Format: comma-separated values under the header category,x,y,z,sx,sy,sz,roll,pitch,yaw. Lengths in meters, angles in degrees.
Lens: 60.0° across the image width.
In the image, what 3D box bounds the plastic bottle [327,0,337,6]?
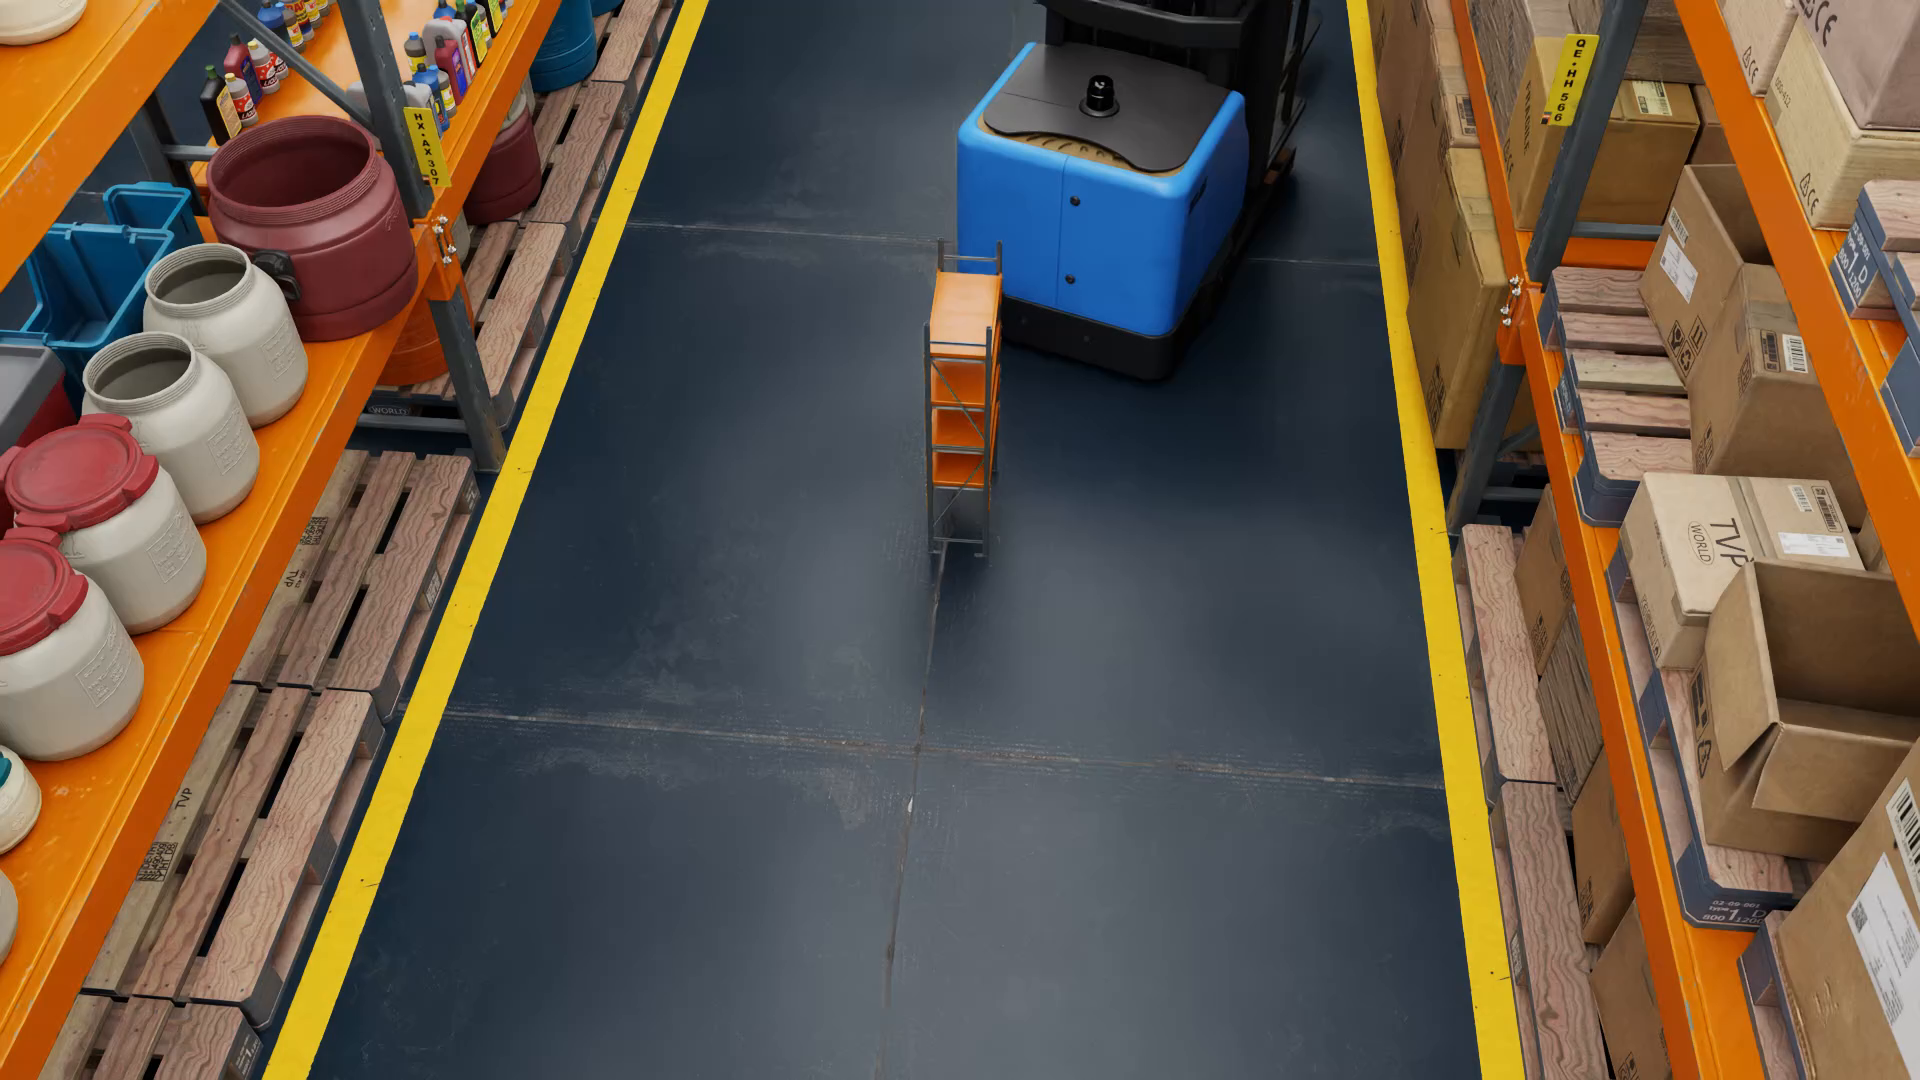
category,x,y,z,sx,sy,sz,roll,pitch,yaw
plastic bottle,-2.715,-2.382,7.056,0.097,0.201,0.097,0,48,0

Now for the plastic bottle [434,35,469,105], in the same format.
category,x,y,z,sx,sy,sz,roll,pitch,yaw
plastic bottle,-2.002,-1.864,6.527,0.061,0.283,0.133,4,48,4

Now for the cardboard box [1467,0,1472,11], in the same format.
category,x,y,z,sx,sy,sz,roll,pitch,yaw
cardboard box,2.435,-2.571,7.027,0.500,0.500,0.500,5,48,4

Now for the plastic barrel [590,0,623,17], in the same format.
category,x,y,z,sx,sy,sz,roll,pitch,yaw
plastic barrel,-2.141,-3.343,8.938,0.600,0.901,0.708,4,48,4

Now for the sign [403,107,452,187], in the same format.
category,x,y,z,sx,sy,sz,roll,pitch,yaw
sign,-1.890,-1.392,5.906,0.100,0.325,0.005,4,48,4

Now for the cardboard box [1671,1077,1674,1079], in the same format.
category,x,y,z,sx,sy,sz,roll,pitch,yaw
cardboard box,2.269,1.800,4.493,0.700,0.500,0.500,4,48,3

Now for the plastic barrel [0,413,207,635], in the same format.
category,x,y,z,sx,sy,sz,roll,pitch,yaw
plastic barrel,-2.391,-0.021,4.670,0.433,0.535,0.433,0,48,0

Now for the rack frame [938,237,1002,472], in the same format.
category,x,y,z,sx,sy,sz,roll,pitch,yaw
rack frame,0.037,-0.706,6.608,0.240,1.200,0.015,4,48,4

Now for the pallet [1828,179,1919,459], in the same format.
category,x,y,z,sx,sy,sz,roll,pitch,yaw
pallet,2.383,-0.254,3.070,1.213,0.211,1.003,4,48,4

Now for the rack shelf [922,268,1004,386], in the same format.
category,x,y,z,sx,sy,sz,roll,pitch,yaw
rack shelf,0.015,-0.792,6.154,0.258,0.148,0.480,4,48,4

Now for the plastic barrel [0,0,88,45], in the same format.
category,x,y,z,sx,sy,sz,roll,pitch,yaw
plastic barrel,-2.322,-1.385,4.070,0.301,0.262,0.301,0,48,0

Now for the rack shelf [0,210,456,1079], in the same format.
category,x,y,z,sx,sy,sz,roll,pitch,yaw
rack shelf,-2.621,0.343,4.917,1.077,0.370,4.000,4,48,4

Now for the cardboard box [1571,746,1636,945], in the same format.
category,x,y,z,sx,sy,sz,roll,pitch,yaw
cardboard box,2.370,0.978,5.244,0.700,0.500,0.500,7,48,7

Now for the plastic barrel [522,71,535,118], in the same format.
category,x,y,z,sx,sy,sz,roll,pitch,yaw
plastic barrel,-2.346,-2.283,8.232,0.421,0.512,0.421,0,48,0

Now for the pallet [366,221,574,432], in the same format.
category,x,y,z,sx,sy,sz,roll,pitch,yaw
pallet,-2.408,-1.010,7.557,1.003,0.211,1.213,4,48,4

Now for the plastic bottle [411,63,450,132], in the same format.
category,x,y,z,sx,sy,sz,roll,pitch,yaw
plastic bottle,-2.039,-1.705,6.390,0.097,0.271,0.097,0,48,0

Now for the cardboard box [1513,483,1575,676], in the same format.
category,x,y,z,sx,sy,sz,roll,pitch,yaw
cardboard box,2.453,0.153,5.999,0.700,0.500,0.500,2,48,1

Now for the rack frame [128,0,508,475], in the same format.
category,x,y,z,sx,sy,sz,roll,pitch,yaw
rack frame,-2.439,-1.369,5.995,1.000,3.000,0.127,4,48,4

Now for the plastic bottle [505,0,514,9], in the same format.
category,x,y,z,sx,sy,sz,roll,pitch,yaw
plastic bottle,-1.955,-2.384,7.011,0.097,0.271,0.097,0,48,0

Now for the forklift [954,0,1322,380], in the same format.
category,x,y,z,sx,sy,sz,roll,pitch,yaw
forklift,1.045,-2.797,7.348,1.130,2.935,3.031,19,50,16

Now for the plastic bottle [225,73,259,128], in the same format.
category,x,y,z,sx,sy,sz,roll,pitch,yaw
plastic bottle,-2.798,-1.712,6.443,0.097,0.201,0.097,0,48,0

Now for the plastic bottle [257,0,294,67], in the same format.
category,x,y,z,sx,sy,sz,roll,pitch,yaw
plastic bottle,-2.759,-2.048,6.703,0.097,0.271,0.097,0,48,0

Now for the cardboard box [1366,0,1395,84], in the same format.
category,x,y,z,sx,sy,sz,roll,pitch,yaw
cardboard box,2.820,-2.928,8.577,1.225,0.875,0.875,4,48,4

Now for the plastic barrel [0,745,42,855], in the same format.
category,x,y,z,sx,sy,sz,roll,pitch,yaw
plastic barrel,-2.530,0.655,4.238,0.301,0.262,0.301,0,48,0

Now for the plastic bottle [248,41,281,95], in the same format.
category,x,y,z,sx,sy,sz,roll,pitch,yaw
plastic bottle,-2.777,-1.881,6.598,0.097,0.201,0.097,0,48,0

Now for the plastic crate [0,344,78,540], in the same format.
category,x,y,z,sx,sy,sz,roll,pitch,yaw
plastic crate,-2.891,-0.224,4.904,0.402,0.464,0.583,4,48,4

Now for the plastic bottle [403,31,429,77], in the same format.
category,x,y,z,sx,sy,sz,roll,pitch,yaw
plastic bottle,-2.161,-1.933,6.646,0.097,0.201,0.097,0,48,0

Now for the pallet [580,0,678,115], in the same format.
category,x,y,z,sx,sy,sz,roll,pitch,yaw
pallet,-2.186,-2.803,9.197,1.003,0.211,1.213,4,48,4

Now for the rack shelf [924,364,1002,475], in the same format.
category,x,y,z,sx,sy,sz,roll,pitch,yaw
rack shelf,0.015,-0.481,6.494,0.258,0.148,0.480,4,48,4

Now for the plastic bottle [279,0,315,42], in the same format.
category,x,y,z,sx,sy,sz,roll,pitch,yaw
plastic bottle,-2.741,-2.191,6.834,0.097,0.271,0.097,0,48,0

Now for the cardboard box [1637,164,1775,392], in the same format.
category,x,y,z,sx,sy,sz,roll,pitch,yaw
cardboard box,2.484,-0.812,5.133,0.500,0.500,0.500,-1,48,-1

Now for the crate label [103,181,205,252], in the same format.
category,x,y,z,sx,sy,sz,roll,pitch,yaw
crate label,-2.850,-1.028,5.797,0.303,0.233,0.416,4,48,4

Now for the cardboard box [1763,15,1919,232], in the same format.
category,x,y,z,sx,sy,sz,roll,pitch,yaw
cardboard box,2.113,-0.914,3.648,0.500,0.250,0.500,5,48,4

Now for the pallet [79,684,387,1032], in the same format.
category,x,y,z,sx,sy,sz,roll,pitch,yaw
pallet,-2.662,1.033,5.688,1.003,0.211,1.213,4,48,4

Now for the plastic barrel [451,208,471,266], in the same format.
category,x,y,z,sx,sy,sz,roll,pitch,yaw
plastic barrel,-2.449,-1.453,7.473,0.421,0.512,0.421,0,48,0

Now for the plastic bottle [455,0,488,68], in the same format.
category,x,y,z,sx,sy,sz,roll,pitch,yaw
plastic bottle,-1.977,-2.061,6.708,0.061,0.283,0.133,4,48,4

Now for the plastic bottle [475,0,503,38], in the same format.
category,x,y,z,sx,sy,sz,roll,pitch,yaw
plastic bottle,-1.956,-2.231,6.863,0.061,0.283,0.133,4,48,4

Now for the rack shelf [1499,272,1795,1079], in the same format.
category,x,y,z,sx,sy,sz,roll,pitch,yaw
rack shelf,2.311,0.676,4.612,1.077,0.370,4.000,4,48,4

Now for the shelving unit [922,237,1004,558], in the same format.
category,x,y,z,sx,sy,sz,roll,pitch,yaw
shelving unit,0.015,-0.527,6.444,0.258,1.200,0.503,4,48,4

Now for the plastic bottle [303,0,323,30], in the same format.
category,x,y,z,sx,sy,sz,roll,pitch,yaw
plastic bottle,-2.732,-2.239,6.925,0.097,0.201,0.097,0,48,0

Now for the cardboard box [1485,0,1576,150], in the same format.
category,x,y,z,sx,sy,sz,roll,pitch,yaw
cardboard box,2.343,-1.815,6.335,0.500,0.500,0.500,3,48,3

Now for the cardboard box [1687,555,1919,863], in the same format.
category,x,y,z,sx,sy,sz,roll,pitch,yaw
cardboard box,2.195,0.447,3.980,0.797,0.503,0.637,8,48,8

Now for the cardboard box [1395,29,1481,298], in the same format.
category,x,y,z,sx,sy,sz,roll,pitch,yaw
cardboard box,2.666,-1.621,7.381,1.225,0.875,0.875,4,48,4

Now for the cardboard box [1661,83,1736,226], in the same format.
category,x,y,z,sx,sy,sz,roll,pitch,yaw
cardboard box,2.809,-1.409,5.964,0.500,0.500,0.500,5,48,5

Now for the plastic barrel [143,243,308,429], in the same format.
category,x,y,z,sx,sy,sz,roll,pitch,yaw
plastic barrel,-2.320,-0.637,5.250,0.421,0.512,0.421,0,48,0

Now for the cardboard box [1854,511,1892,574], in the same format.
category,x,y,z,sx,sy,sz,roll,pitch,yaw
cardboard box,2.611,0.111,4.448,0.396,0.266,0.258,3,48,2

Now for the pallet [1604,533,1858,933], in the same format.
category,x,y,z,sx,sy,sz,roll,pitch,yaw
pallet,2.354,0.486,4.429,1.003,0.211,1.213,4,48,4

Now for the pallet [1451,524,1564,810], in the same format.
category,x,y,z,sx,sy,sz,roll,pitch,yaw
pallet,2.421,0.479,6.195,1.003,0.211,1.213,4,48,4
